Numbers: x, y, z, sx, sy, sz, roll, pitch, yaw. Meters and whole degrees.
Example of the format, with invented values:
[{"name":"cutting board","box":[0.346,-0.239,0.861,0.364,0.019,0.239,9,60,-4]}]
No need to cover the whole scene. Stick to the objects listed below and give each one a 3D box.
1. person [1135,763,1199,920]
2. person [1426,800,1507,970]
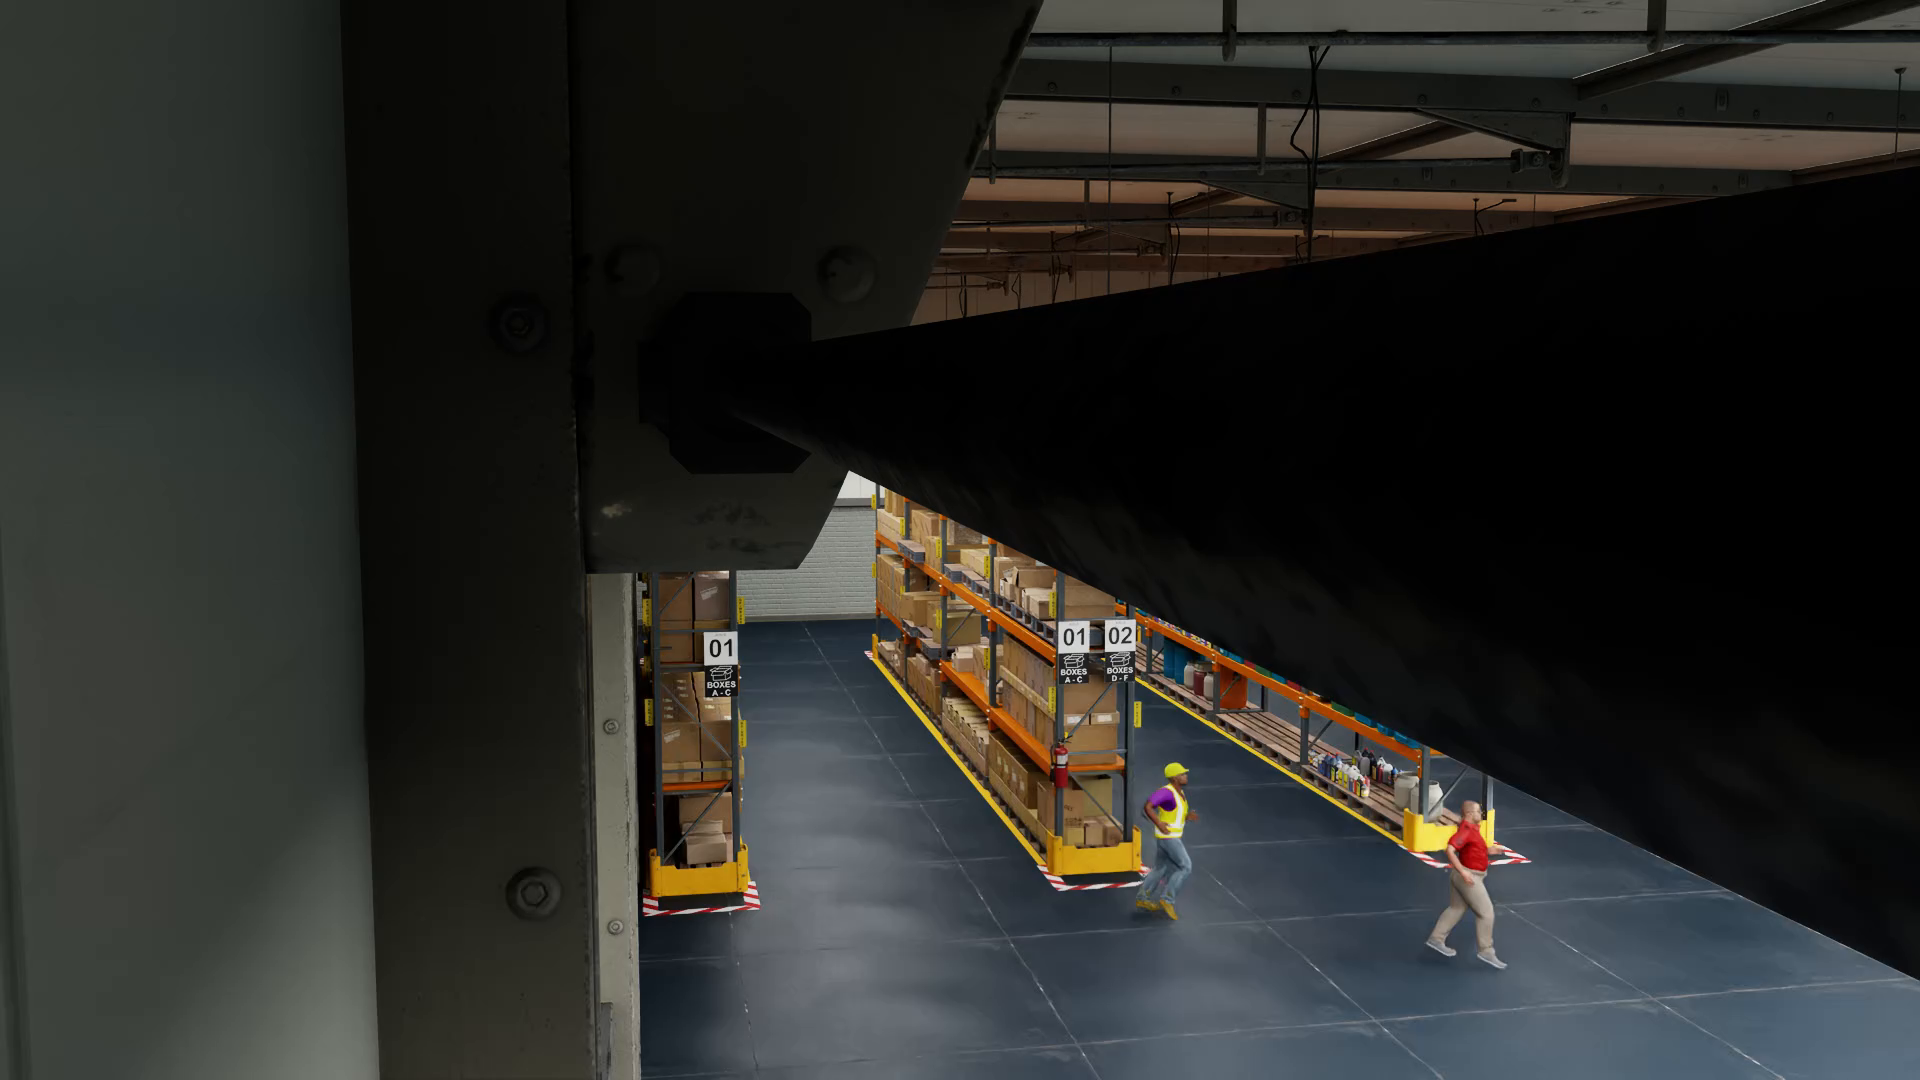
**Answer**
[{"name":"person","box":[2.428,3.484,19.418,0.716,1.778,0.702,1,6,13]},{"name":"person","box":[5.408,3.646,17.702,0.818,1.774,0.654,1,6,9]}]
